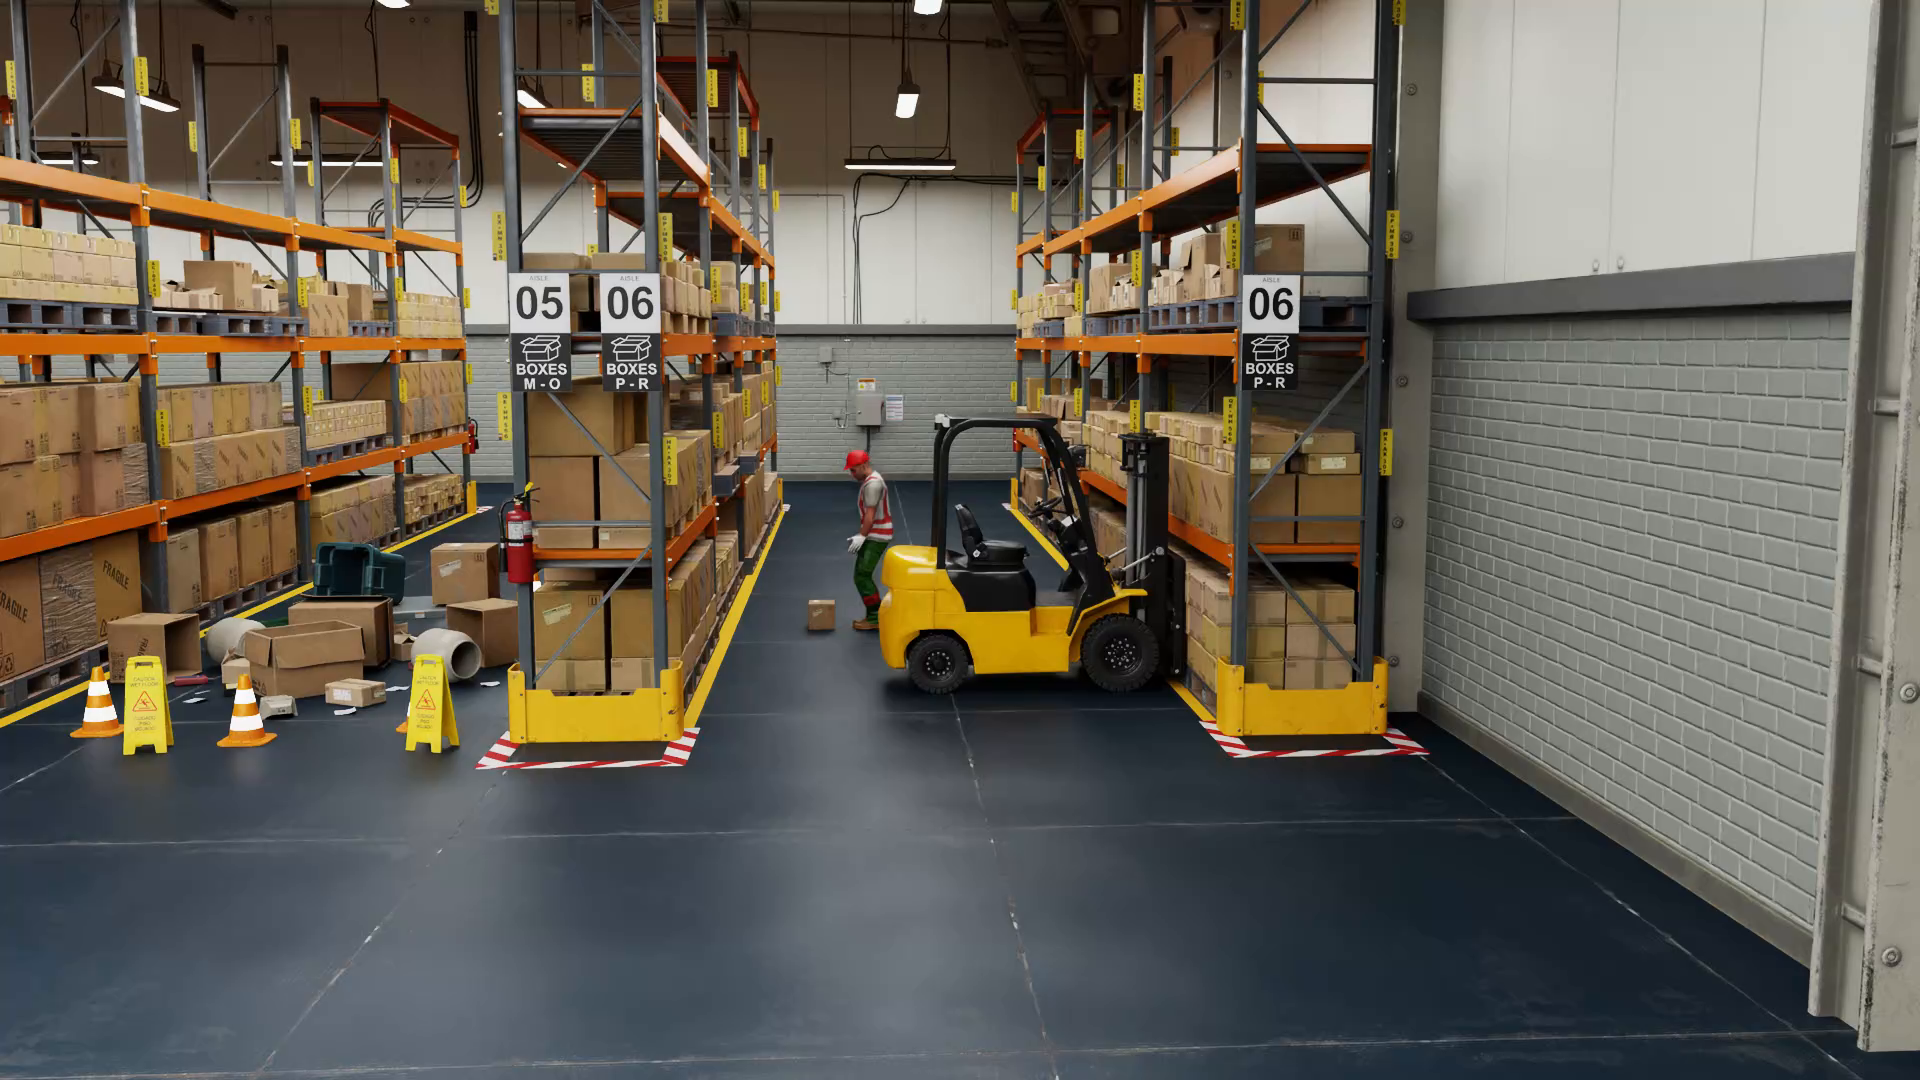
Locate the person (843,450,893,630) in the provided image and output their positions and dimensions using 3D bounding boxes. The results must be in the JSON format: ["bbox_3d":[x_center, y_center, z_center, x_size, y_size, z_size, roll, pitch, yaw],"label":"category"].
[{"bbox_3d":[-0.882,-0.005,15.970,0.477,1.725,0.547,0,7,-2],"label":"person"}]
